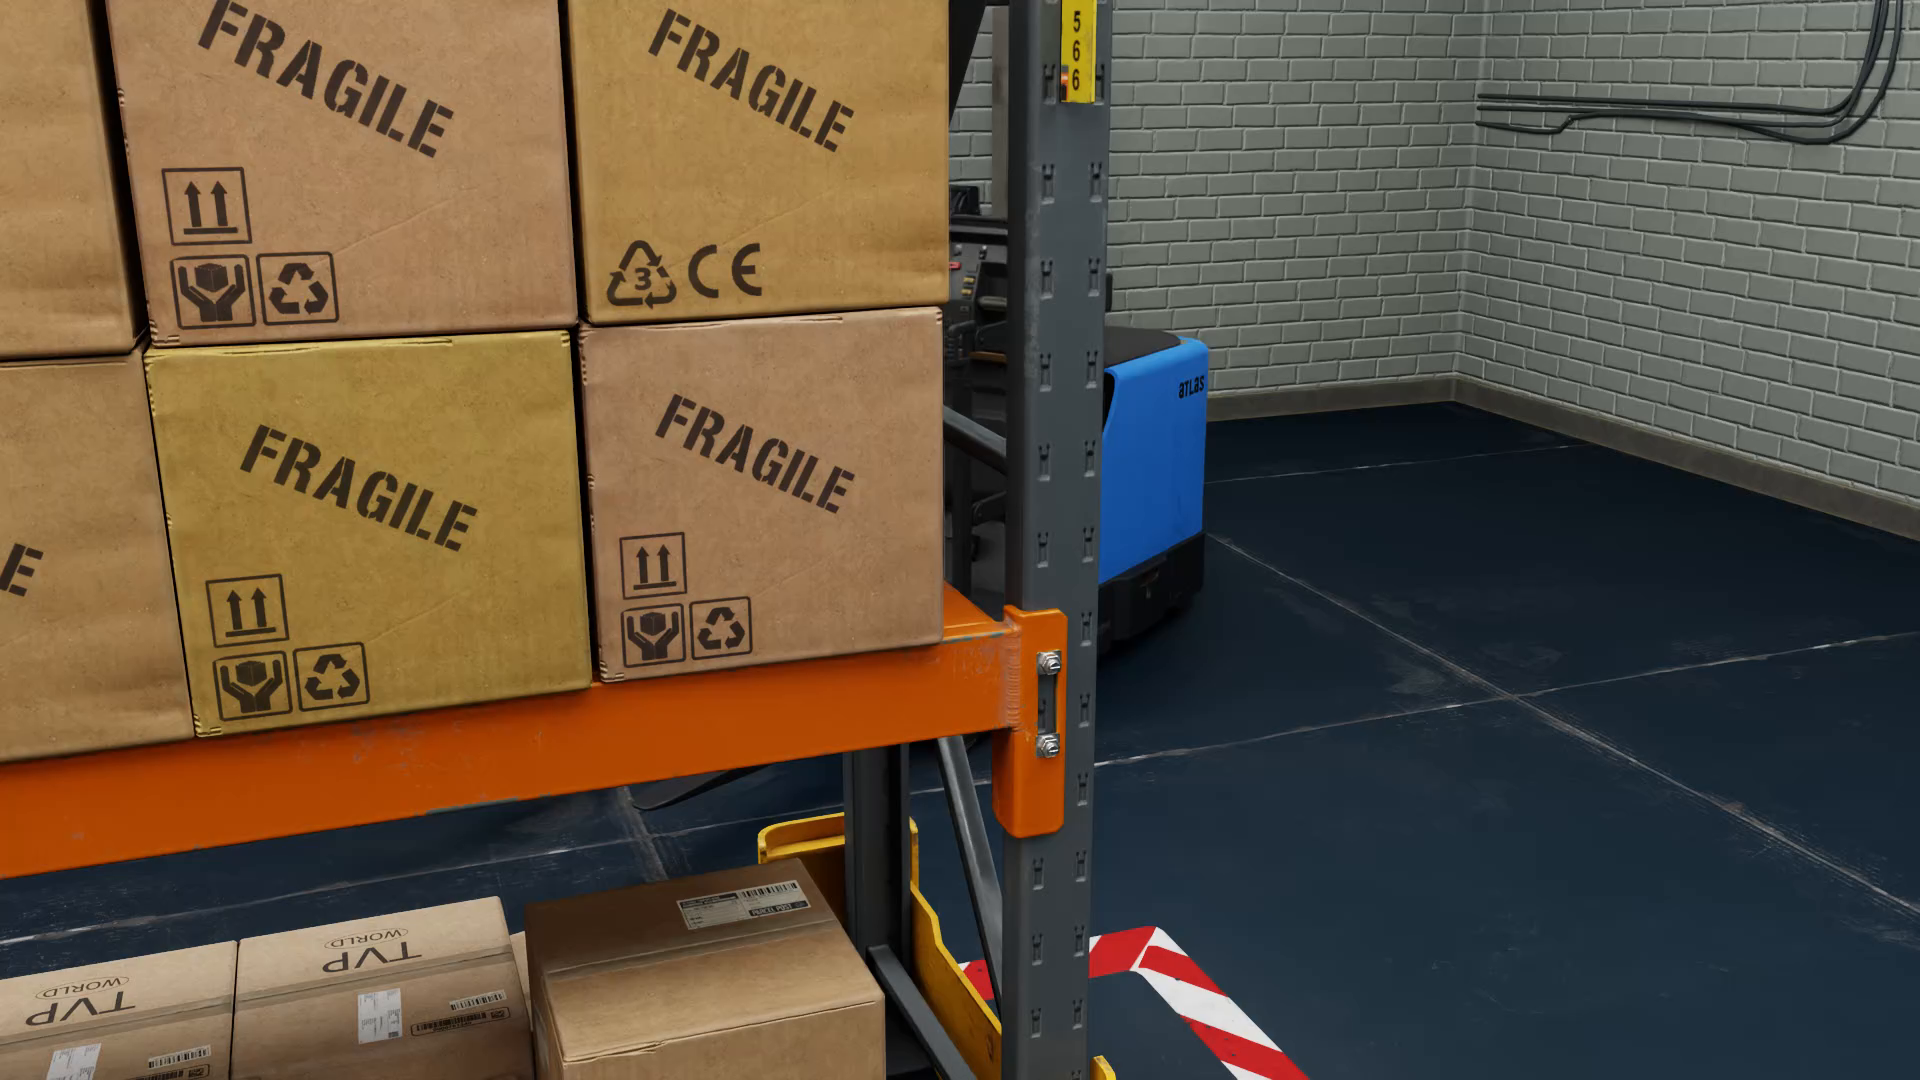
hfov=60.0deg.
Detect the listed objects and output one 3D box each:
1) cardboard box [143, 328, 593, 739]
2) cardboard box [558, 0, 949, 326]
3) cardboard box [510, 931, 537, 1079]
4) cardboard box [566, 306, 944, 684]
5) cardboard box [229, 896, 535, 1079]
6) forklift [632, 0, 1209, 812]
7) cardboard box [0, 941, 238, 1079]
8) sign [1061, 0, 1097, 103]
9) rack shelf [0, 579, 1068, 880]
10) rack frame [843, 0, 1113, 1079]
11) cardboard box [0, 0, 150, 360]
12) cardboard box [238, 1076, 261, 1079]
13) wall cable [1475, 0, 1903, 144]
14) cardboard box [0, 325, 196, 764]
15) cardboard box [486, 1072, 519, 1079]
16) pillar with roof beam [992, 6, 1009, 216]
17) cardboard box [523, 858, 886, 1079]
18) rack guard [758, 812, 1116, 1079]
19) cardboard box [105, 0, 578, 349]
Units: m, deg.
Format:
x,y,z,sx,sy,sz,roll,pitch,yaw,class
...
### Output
x,y,z,sx,sy,sz,roll,pitch,yaw,class
-0.823,-0.074,2.350,0.500,0.500,0.500,-6,17,-20,cardboard box
-0.337,-0.607,2.388,0.500,0.500,0.500,-6,18,-21,cardboard box
-0.767,0.929,3.358,0.250,0.166,0.380,-6,17,-20,cardboard box
-0.340,-0.127,2.531,0.500,0.500,0.500,-6,17,-18,cardboard box
-1.096,0.943,3.164,0.500,0.250,0.500,-6,17,-20,cardboard box
-0.258,-0.887,5.418,1.130,2.935,3.031,11,19,32,forklift
-1.562,0.993,2.992,0.500,0.250,0.500,-6,17,-20,cardboard box
0.160,-0.755,2.231,0.005,0.325,0.100,-6,17,-20,sign
-1.887,0.351,2.357,4.000,0.370,1.077,-6,17,-20,rack shelf
-0.019,-0.196,2.943,0.127,3.000,1.000,-6,17,-20,rack frame
-1.291,-0.502,2.032,0.500,0.500,0.500,-6,17,-19,cardboard box
-1.337,1.120,2.561,0.500,0.250,0.500,-6,17,-20,cardboard box
3.614,-3.364,8.593,0.112,2.526,3.097,-6,17,-20,wall cable
-1.291,-0.025,2.183,0.500,0.500,0.500,-6,17,-20,cardboard box
-0.849,1.089,2.814,0.250,0.166,0.380,-6,17,-20,cardboard box
1.957,-3.745,4.379,0.400,9.000,9.100,-6,17,-20,pillar with roof beam
-0.439,0.912,2.825,0.500,0.500,0.500,-6,17,-20,cardboard box
-0.090,1.011,3.269,0.348,0.500,1.175,-6,17,-20,rack guard
-0.808,-0.556,2.214,0.500,0.500,0.500,-6,17,-19,cardboard box
